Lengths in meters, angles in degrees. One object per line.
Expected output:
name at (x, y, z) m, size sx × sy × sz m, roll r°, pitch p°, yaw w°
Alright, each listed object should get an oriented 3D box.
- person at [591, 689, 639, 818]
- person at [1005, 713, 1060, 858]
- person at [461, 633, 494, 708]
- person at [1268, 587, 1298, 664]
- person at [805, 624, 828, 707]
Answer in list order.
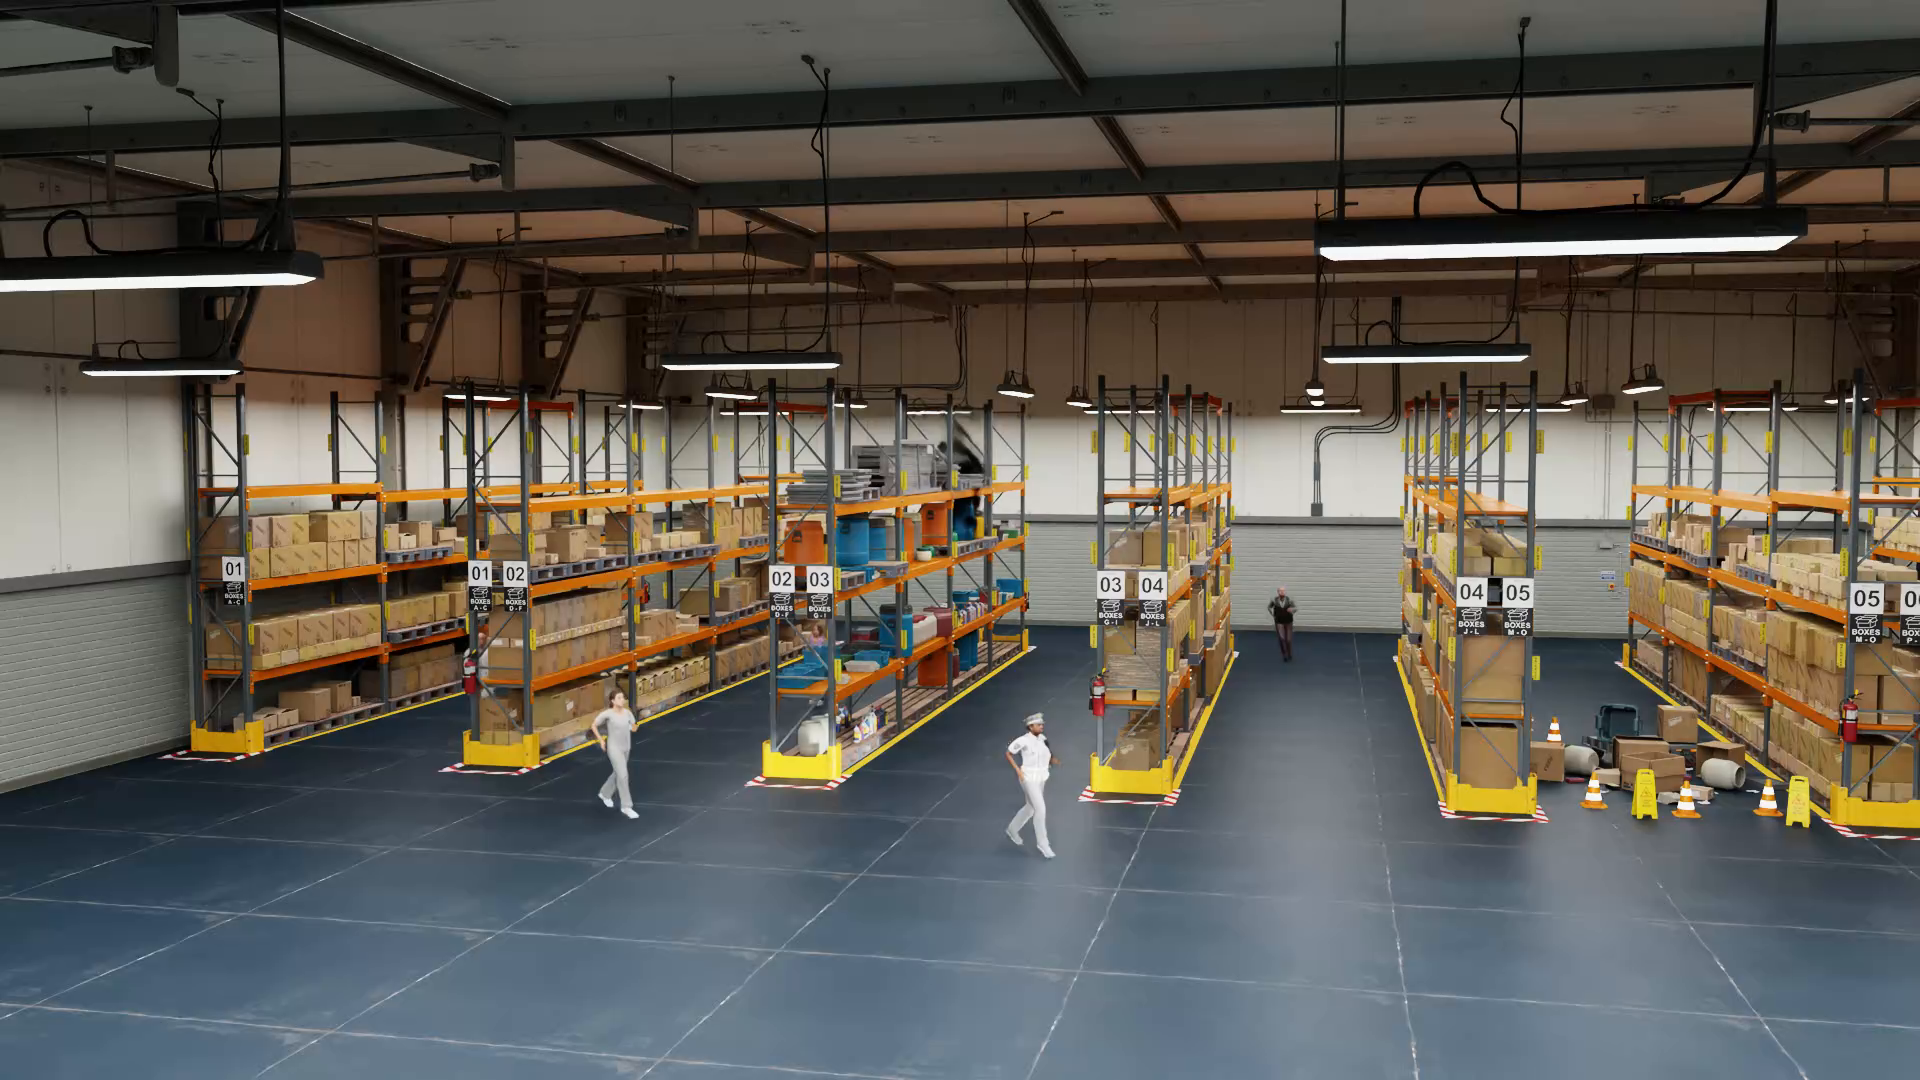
person at (-4.624, 2.869, 22.476) m, size 0.919 × 1.661 × 0.553 m, roll 3°, pitch 4°, yaw 38°
person at (0.897, 2.986, 20.437) m, size 0.795 × 1.751 × 0.565 m, roll 2°, pitch 4°, yaw 37°
person at (-8.383, 2.480, 29.067) m, size 0.696 × 1.726 × 0.671 m, roll 0°, pitch 3°, yaw -1°
person at (7.446, 1.958, 38.324) m, size 0.661 × 1.775 × 0.790 m, roll 0°, pitch 3°, yaw 3°
person at (-2.738, 2.392, 31.611) m, size 0.508 × 1.587 × 0.657 m, roll 0°, pitch 3°, yaw 6°
